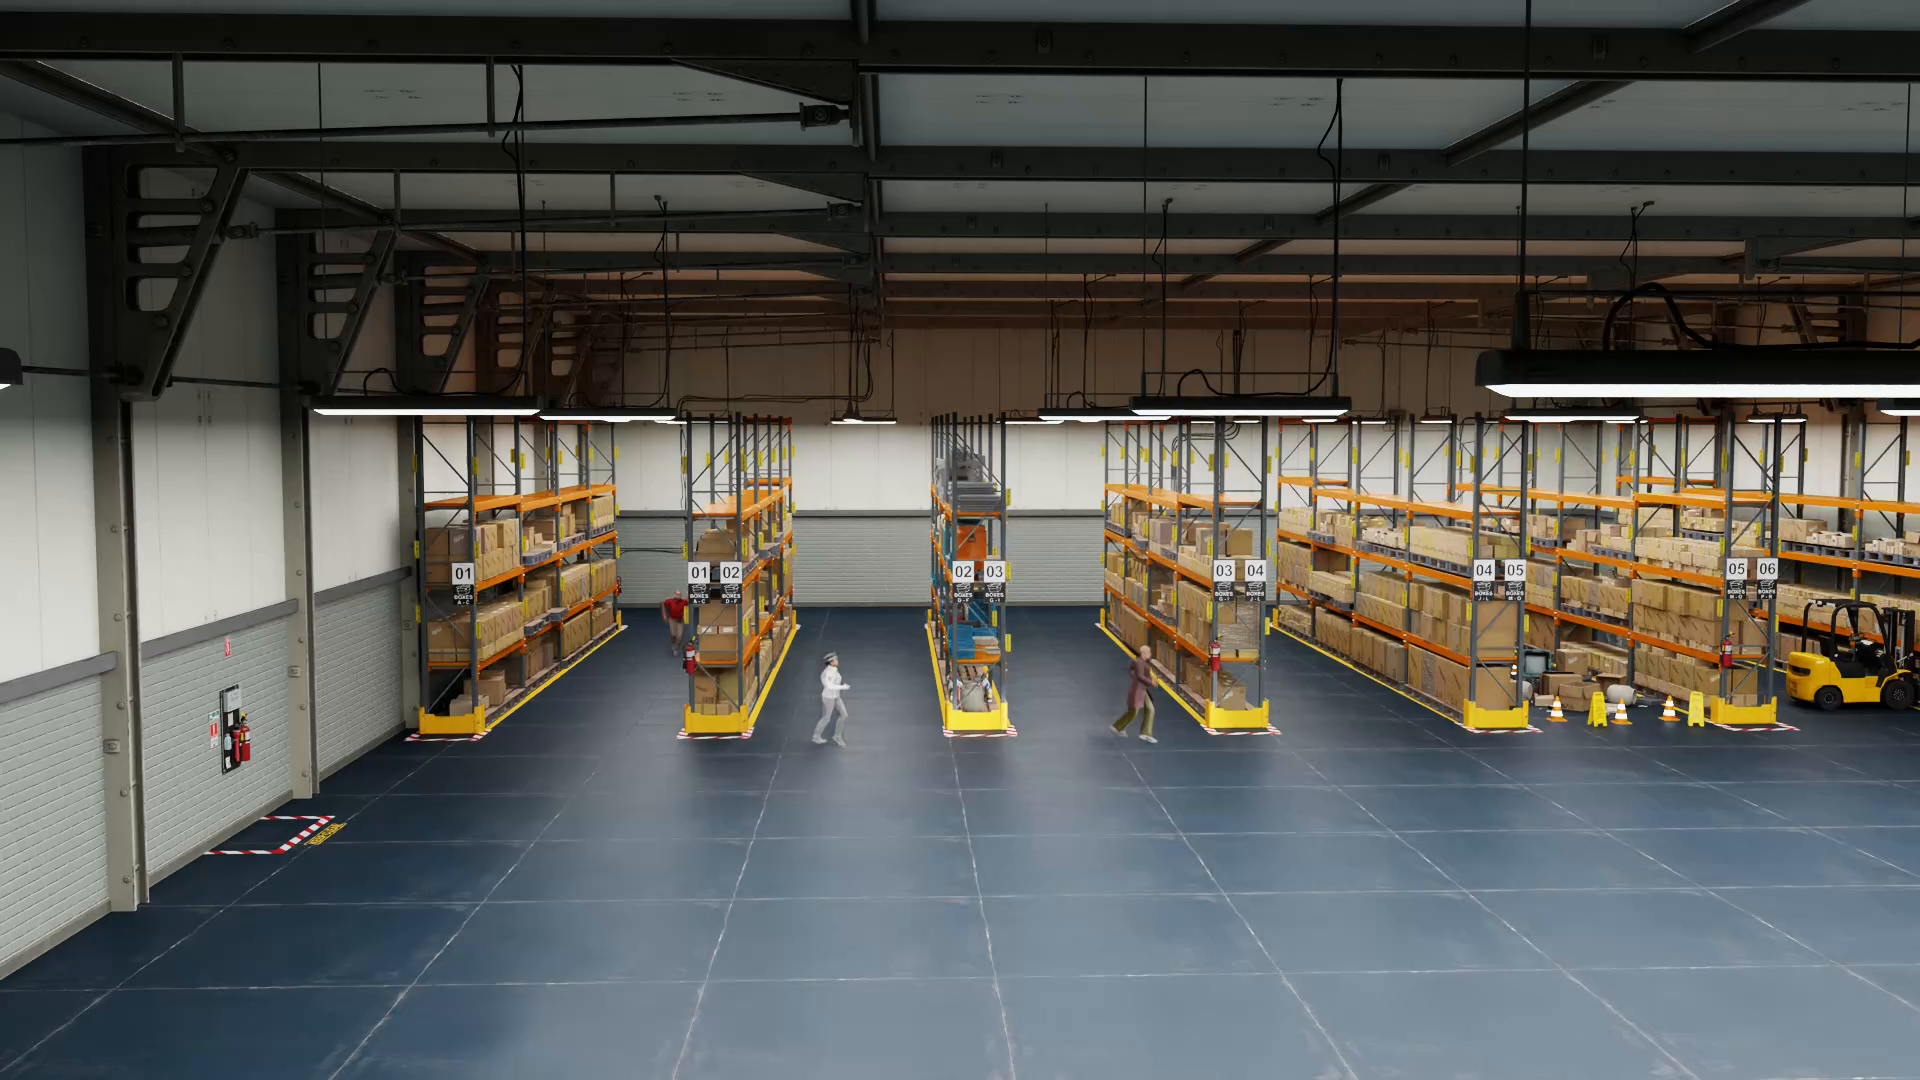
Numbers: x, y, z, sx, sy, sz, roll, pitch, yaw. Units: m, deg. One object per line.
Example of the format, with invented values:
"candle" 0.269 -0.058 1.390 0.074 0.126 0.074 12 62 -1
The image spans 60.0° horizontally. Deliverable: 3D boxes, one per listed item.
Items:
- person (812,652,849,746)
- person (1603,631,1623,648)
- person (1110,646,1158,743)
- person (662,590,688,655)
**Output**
"person" -2.307 2.868 29.740 0.729 1.727 0.580 1 4 16
"person" 16.764 2.014 42.774 0.608 1.628 0.717 -1 4 -14
"person" 3.147 2.794 30.168 0.903 1.775 0.654 1 4 20
"person" -7.095 2.074 41.625 0.663 1.651 0.736 -1 4 -19
